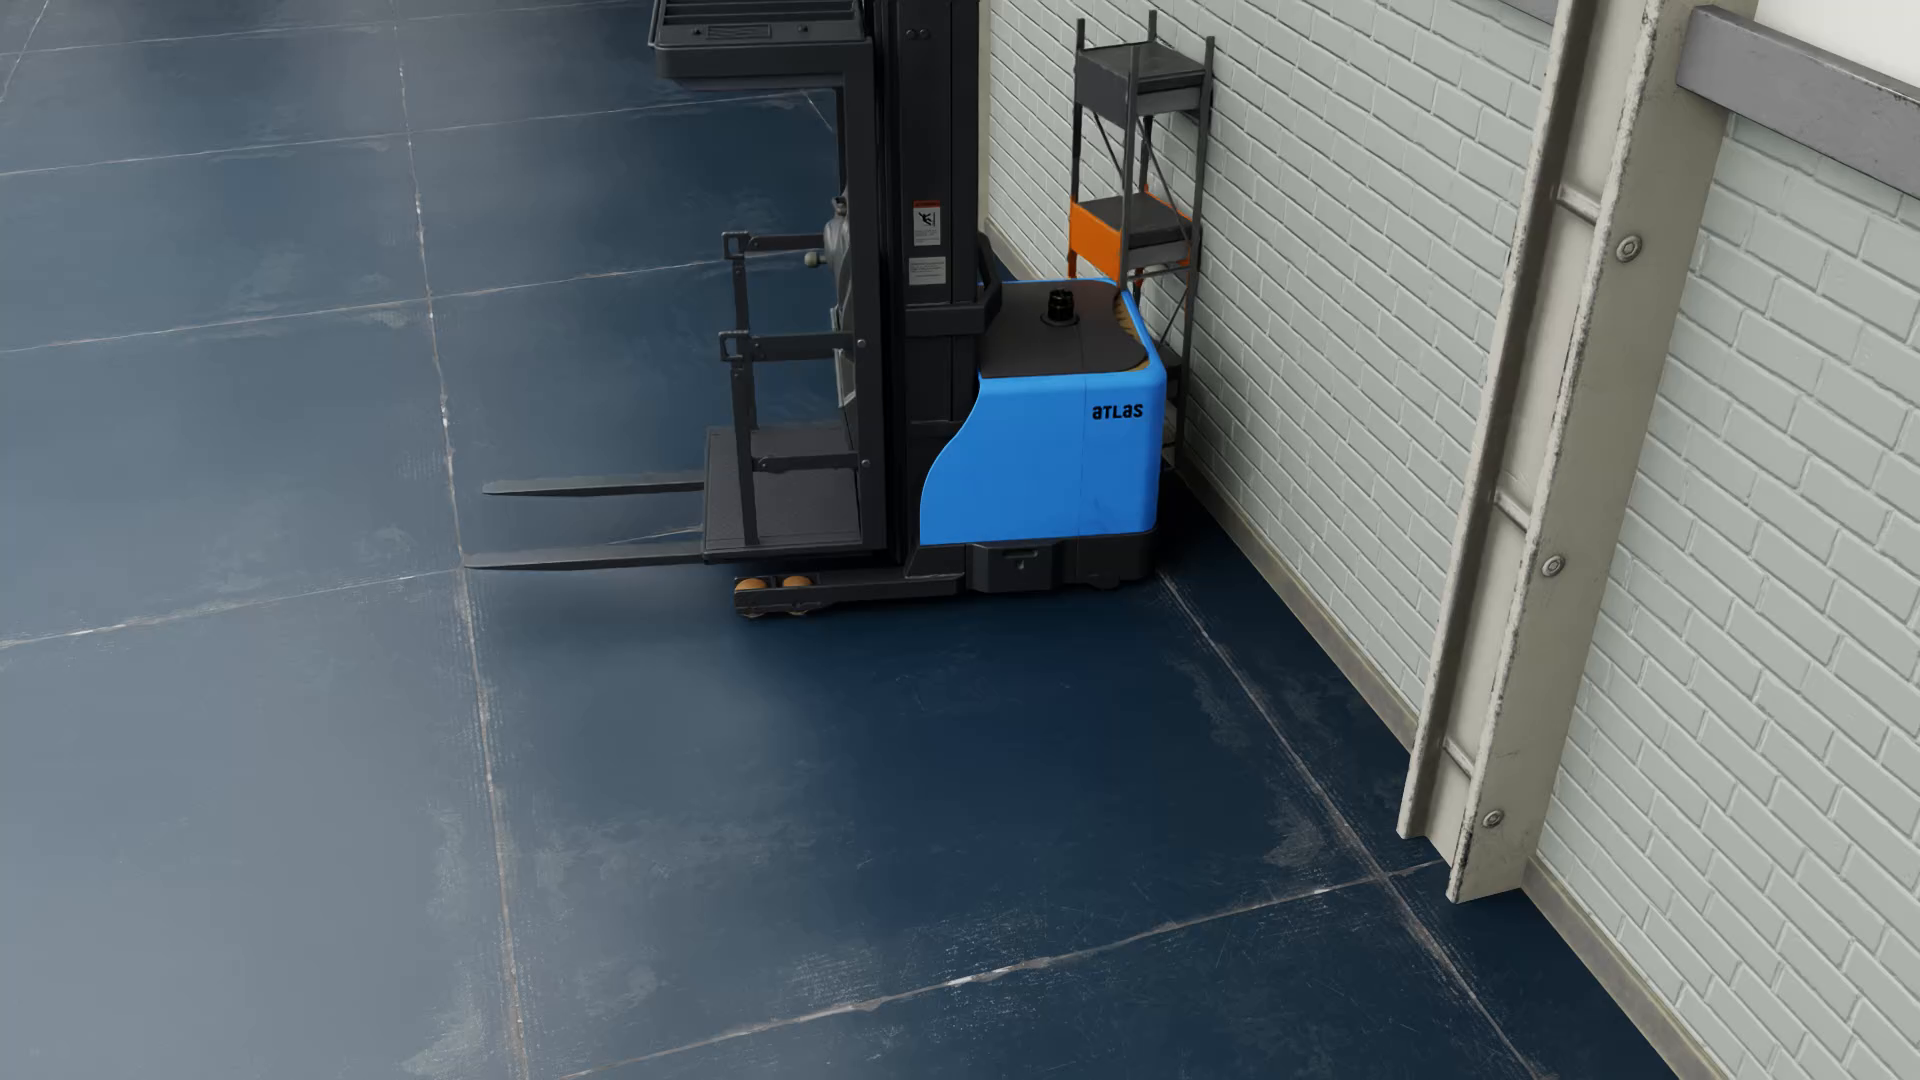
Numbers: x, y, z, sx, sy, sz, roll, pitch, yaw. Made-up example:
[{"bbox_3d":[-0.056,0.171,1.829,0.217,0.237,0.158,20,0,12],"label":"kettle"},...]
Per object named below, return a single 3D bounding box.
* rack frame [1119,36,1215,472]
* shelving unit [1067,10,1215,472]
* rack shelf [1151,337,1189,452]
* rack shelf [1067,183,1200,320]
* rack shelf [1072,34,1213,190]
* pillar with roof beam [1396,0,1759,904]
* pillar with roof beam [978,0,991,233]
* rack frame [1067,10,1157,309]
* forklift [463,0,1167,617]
[{"bbox_3d":[0.900,-1.206,7.553,0.400,2.100,0.015,-13,34,-21],"label":"rack frame"},{"bbox_3d":[0.799,-1.322,7.743,0.431,2.100,0.503,-13,34,-21],"label":"shelving unit"},{"bbox_3d":[0.800,-0.713,8.115,0.431,0.518,0.480,-13,34,-21],"label":"rack shelf"},{"bbox_3d":[0.799,-1.311,7.750,0.431,0.518,0.480,-13,34,-21],"label":"rack shelf"},{"bbox_3d":[0.799,-1.908,7.384,0.431,0.518,0.480,-13,34,-21],"label":"rack shelf"},{"bbox_3d":[-2.287,-1.886,2.441,9.100,9.000,0.400,-10,35,-15],"label":"pillar with roof beam"},{"bbox_3d":[-4.117,-5.036,7.208,9.100,9.000,0.400,-10,35,-15],"label":"pillar with roof beam"},{"bbox_3d":[0.699,-1.438,7.932,0.400,2.100,0.015,-13,34,-21],"label":"rack frame"},{"bbox_3d":[-0.675,-1.194,6.898,3.031,2.935,1.130,-3,34,-5],"label":"forklift"}]
